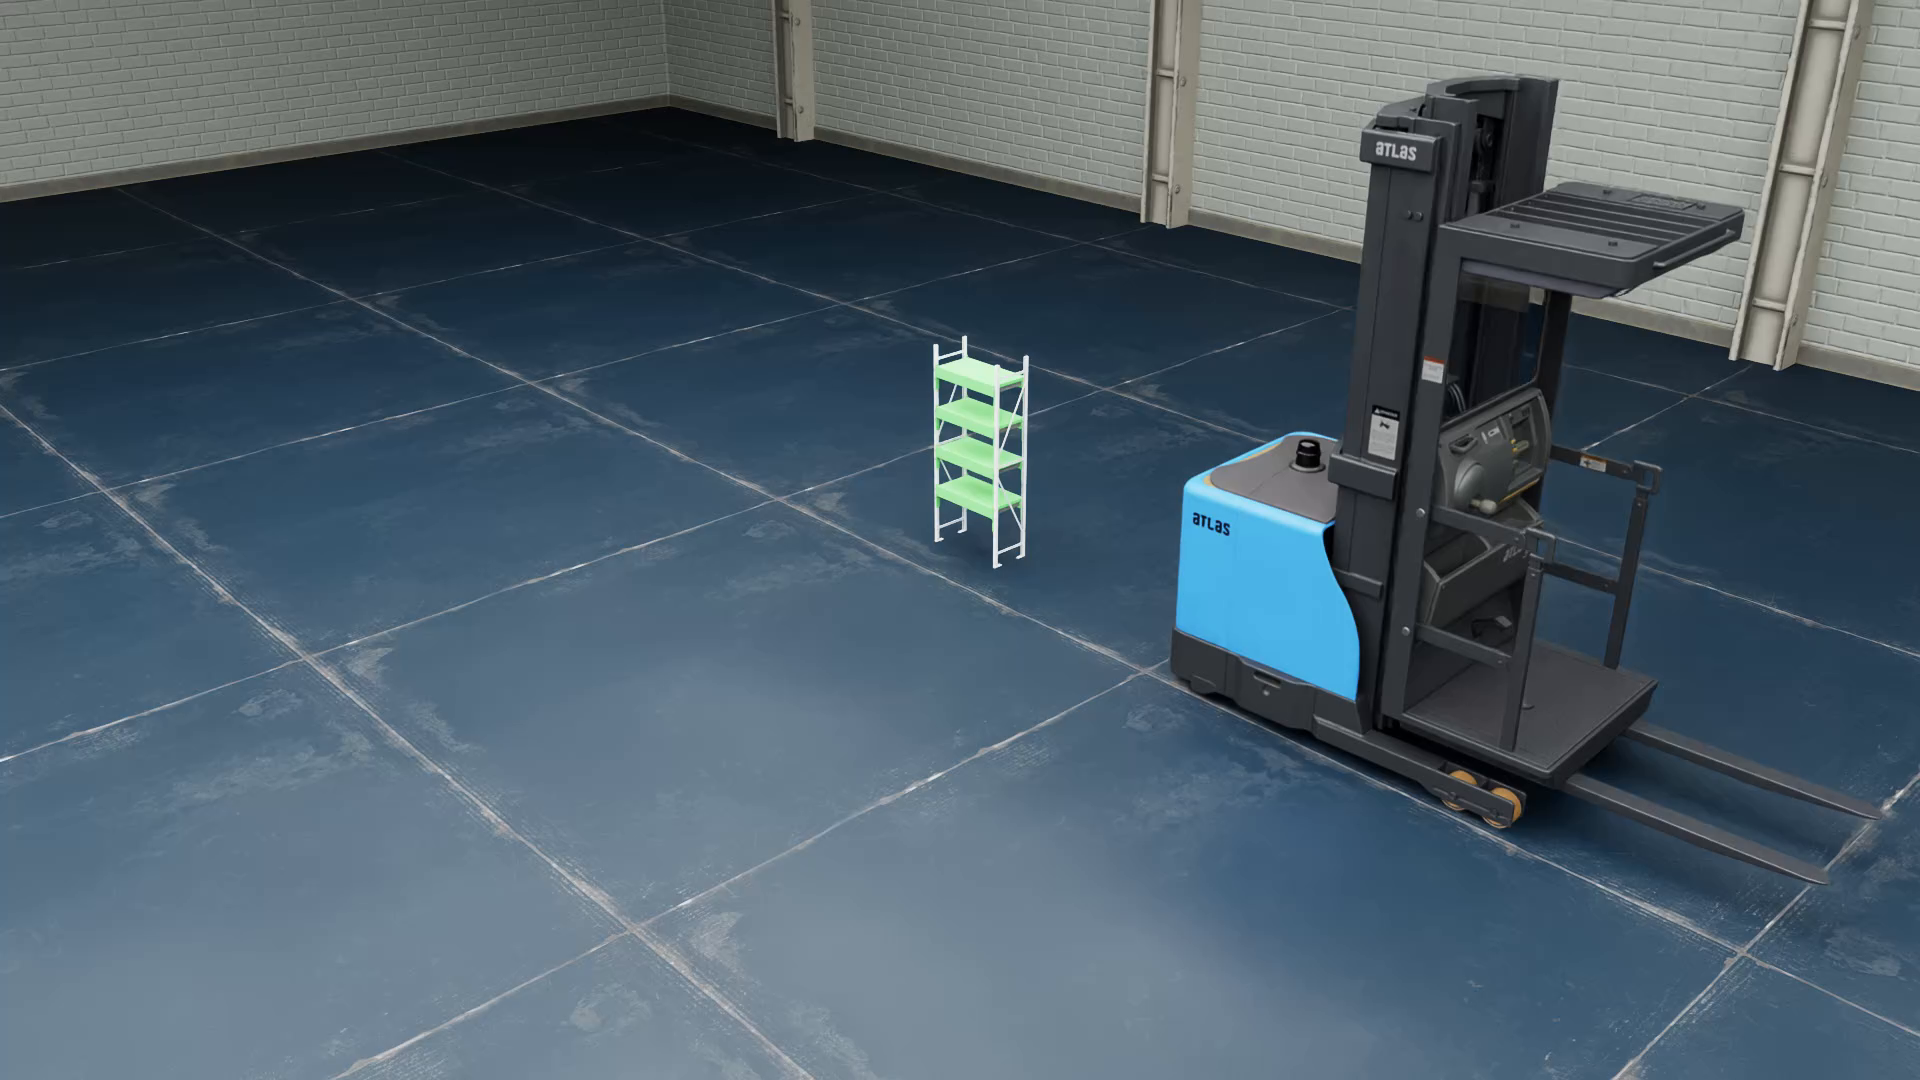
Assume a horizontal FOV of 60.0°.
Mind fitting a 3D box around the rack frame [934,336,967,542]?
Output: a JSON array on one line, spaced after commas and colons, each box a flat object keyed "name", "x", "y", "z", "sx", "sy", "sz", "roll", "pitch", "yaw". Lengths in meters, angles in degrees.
[{"name": "rack frame", "x": -0.054, "y": -0.570, "z": 9.553, "sx": 0.240, "sy": 1.200, "sz": 0.015, "roll": -21, "pitch": 32, "yaw": -38}]

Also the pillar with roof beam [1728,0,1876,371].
[{"name": "pillar with roof beam", "x": 3.021, "y": -4.252, "z": 8.229, "sx": 9.100, "sy": 9.000, "sz": 0.400, "roll": -21, "pitch": 32, "yaw": -38}]

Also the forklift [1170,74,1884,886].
[{"name": "forklift", "x": 2.442, "y": -0.353, "z": 6.993, "sx": 3.031, "sy": 2.935, "sz": 1.130, "roll": 22, "pitch": 32, "yaw": 39}]

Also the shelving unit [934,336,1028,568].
[{"name": "shelving unit", "x": 0.113, "y": -0.496, "z": 9.391, "sx": 0.258, "sy": 1.200, "sz": 0.503, "roll": -21, "pitch": 32, "yaw": -38}]

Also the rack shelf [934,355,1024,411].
[{"name": "rack shelf", "x": 0.113, "y": -0.874, "z": 9.218, "sx": 0.258, "sy": 0.148, "sz": 0.480, "roll": -21, "pitch": 32, "yaw": -38}]

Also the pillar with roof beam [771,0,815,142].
[{"name": "pillar with roof beam", "x": -5.181, "y": -7.888, "z": 16.198, "sx": 9.100, "sy": 9.000, "sz": 0.400, "roll": -21, "pitch": 32, "yaw": -38}]

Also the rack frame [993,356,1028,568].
[{"name": "rack frame", "x": 0.280, "y": -0.422, "z": 9.229, "sx": 0.240, "sy": 1.200, "sz": 0.015, "roll": -21, "pitch": 32, "yaw": -38}]

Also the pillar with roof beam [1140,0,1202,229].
[{"name": "pillar with roof beam", "x": -1.080, "y": -6.070, "z": 12.213, "sx": 9.100, "sy": 9.000, "sz": 0.400, "roll": -21, "pitch": 32, "yaw": -38}]

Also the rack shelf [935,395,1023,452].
[{"name": "rack shelf", "x": 0.113, "y": -0.656, "z": 9.318, "sx": 0.258, "sy": 0.148, "sz": 0.480, "roll": -21, "pitch": 32, "yaw": -38}]

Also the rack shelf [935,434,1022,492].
[{"name": "rack shelf", "x": 0.113, "y": -0.438, "z": 9.418, "sx": 0.258, "sy": 0.148, "sz": 0.480, "roll": -21, "pitch": 32, "yaw": -38}]

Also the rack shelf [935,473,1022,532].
[{"name": "rack shelf", "x": 0.113, "y": -0.219, "z": 9.517, "sx": 0.258, "sy": 0.148, "sz": 0.480, "roll": -21, "pitch": 32, "yaw": -38}]
